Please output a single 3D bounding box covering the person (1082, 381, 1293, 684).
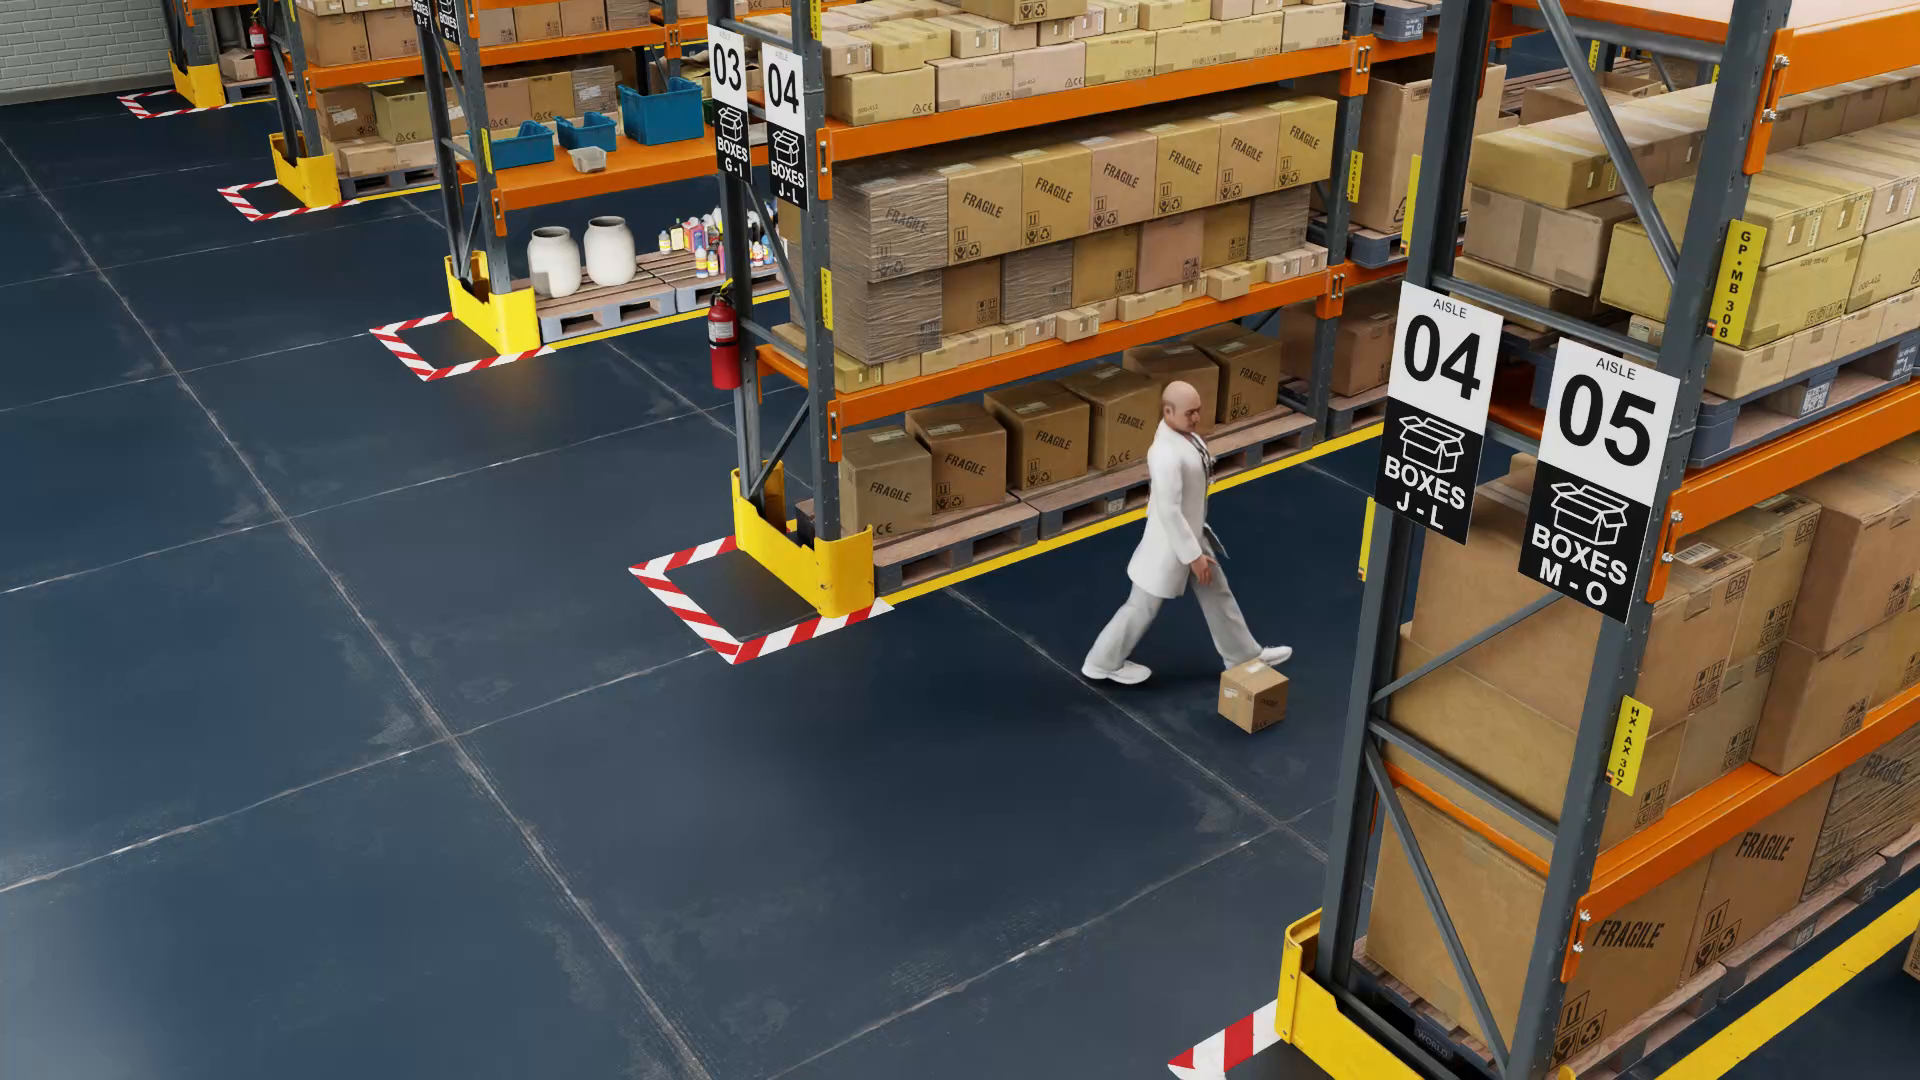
[{"bbox_3d":[1.228,-0.004,8.668,1.089,1.720,0.626,8,29,15],"label":"person"}]
